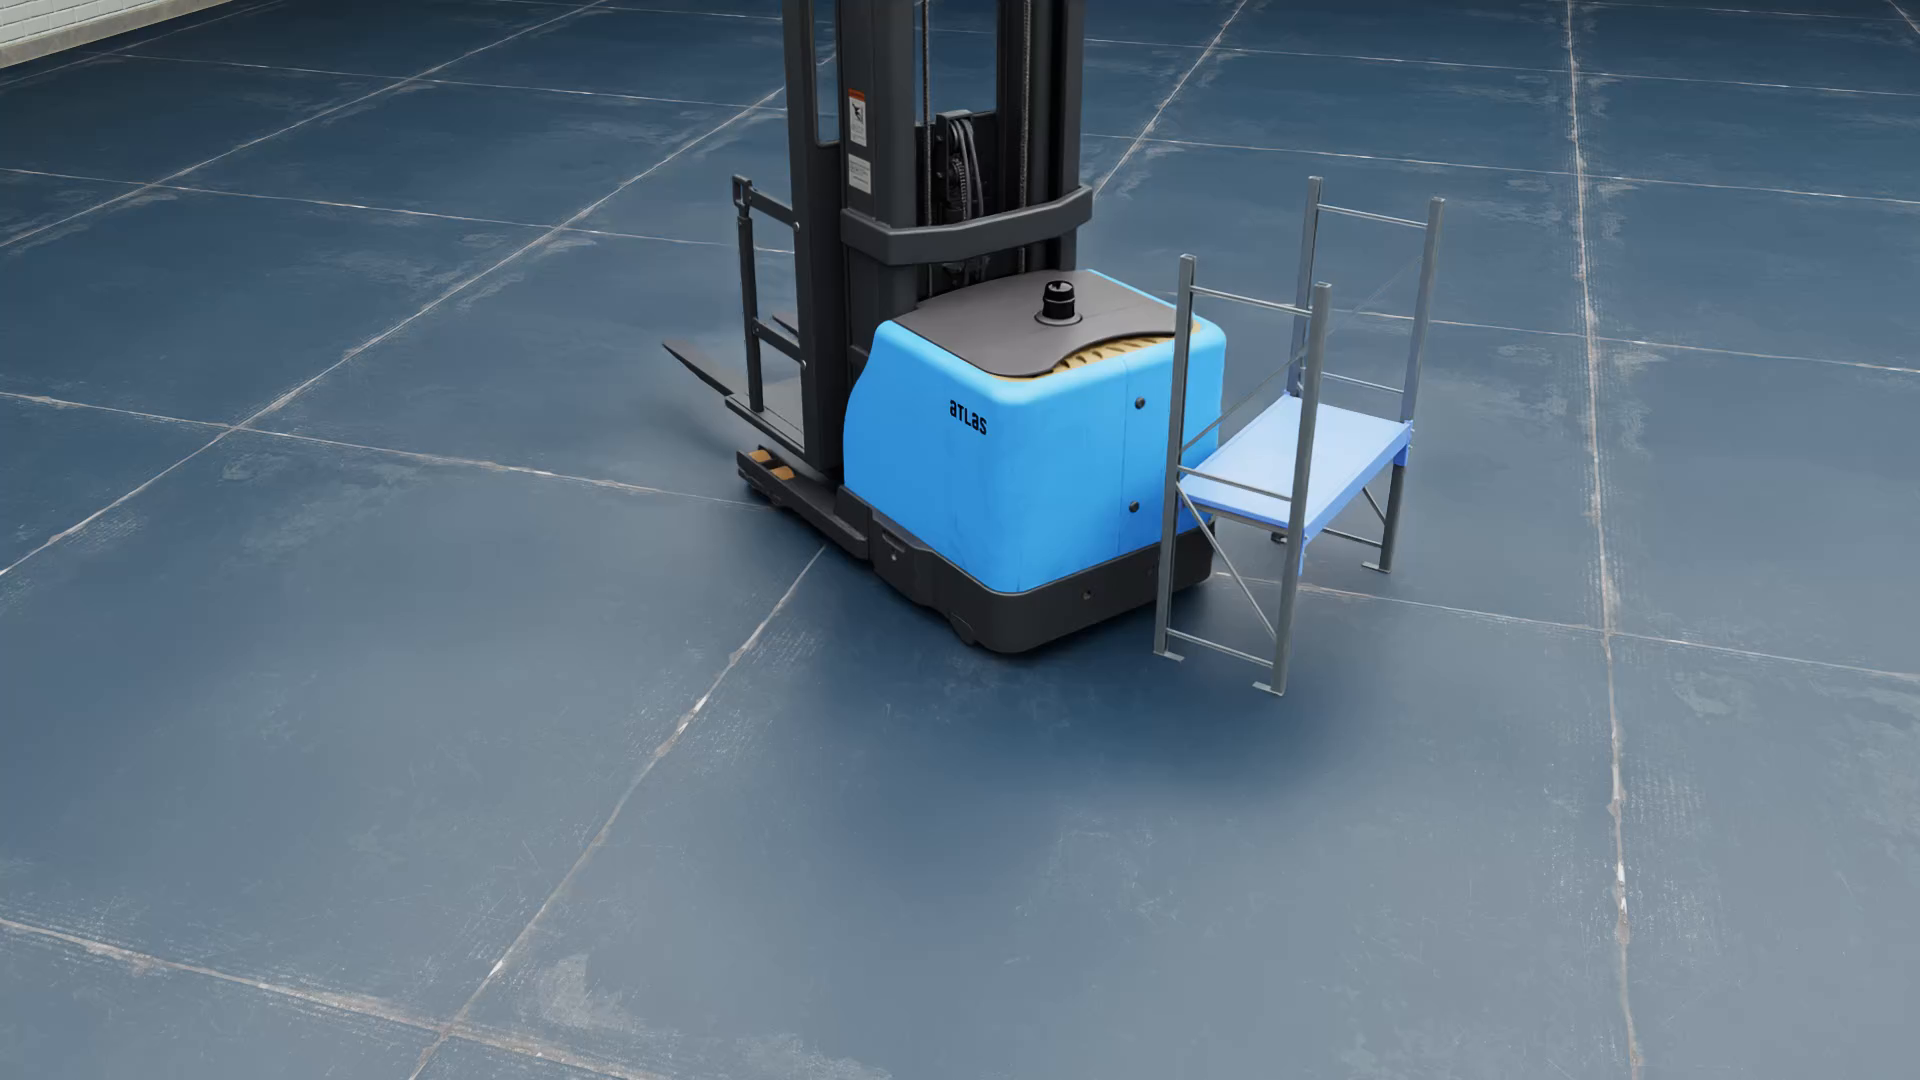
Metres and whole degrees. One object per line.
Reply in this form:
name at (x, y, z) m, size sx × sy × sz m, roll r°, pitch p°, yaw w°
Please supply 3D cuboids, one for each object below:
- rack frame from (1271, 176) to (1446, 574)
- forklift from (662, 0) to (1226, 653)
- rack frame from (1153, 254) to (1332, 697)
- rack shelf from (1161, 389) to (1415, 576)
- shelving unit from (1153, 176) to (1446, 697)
rack frame at (1.478, -0.595, 6.276) m, size 0.500 × 1.500 × 0.032 m, roll 18°, pitch 34°, yaw 29°
forklift at (-0.295, -1.544, 6.511) m, size 1.130 × 2.935 × 3.031 m, roll -19°, pitch 34°, yaw -30°
rack frame at (0.915, -0.183, 5.536) m, size 0.500 × 1.500 × 0.032 m, roll 18°, pitch 34°, yaw 29°
rack shelf at (1.197, -0.232, 5.994) m, size 0.538 × 0.185 × 1.000 m, roll 18°, pitch 34°, yaw 29°
shelving unit at (1.197, -0.389, 5.906) m, size 0.538 × 1.500 × 1.048 m, roll 18°, pitch 34°, yaw 29°
